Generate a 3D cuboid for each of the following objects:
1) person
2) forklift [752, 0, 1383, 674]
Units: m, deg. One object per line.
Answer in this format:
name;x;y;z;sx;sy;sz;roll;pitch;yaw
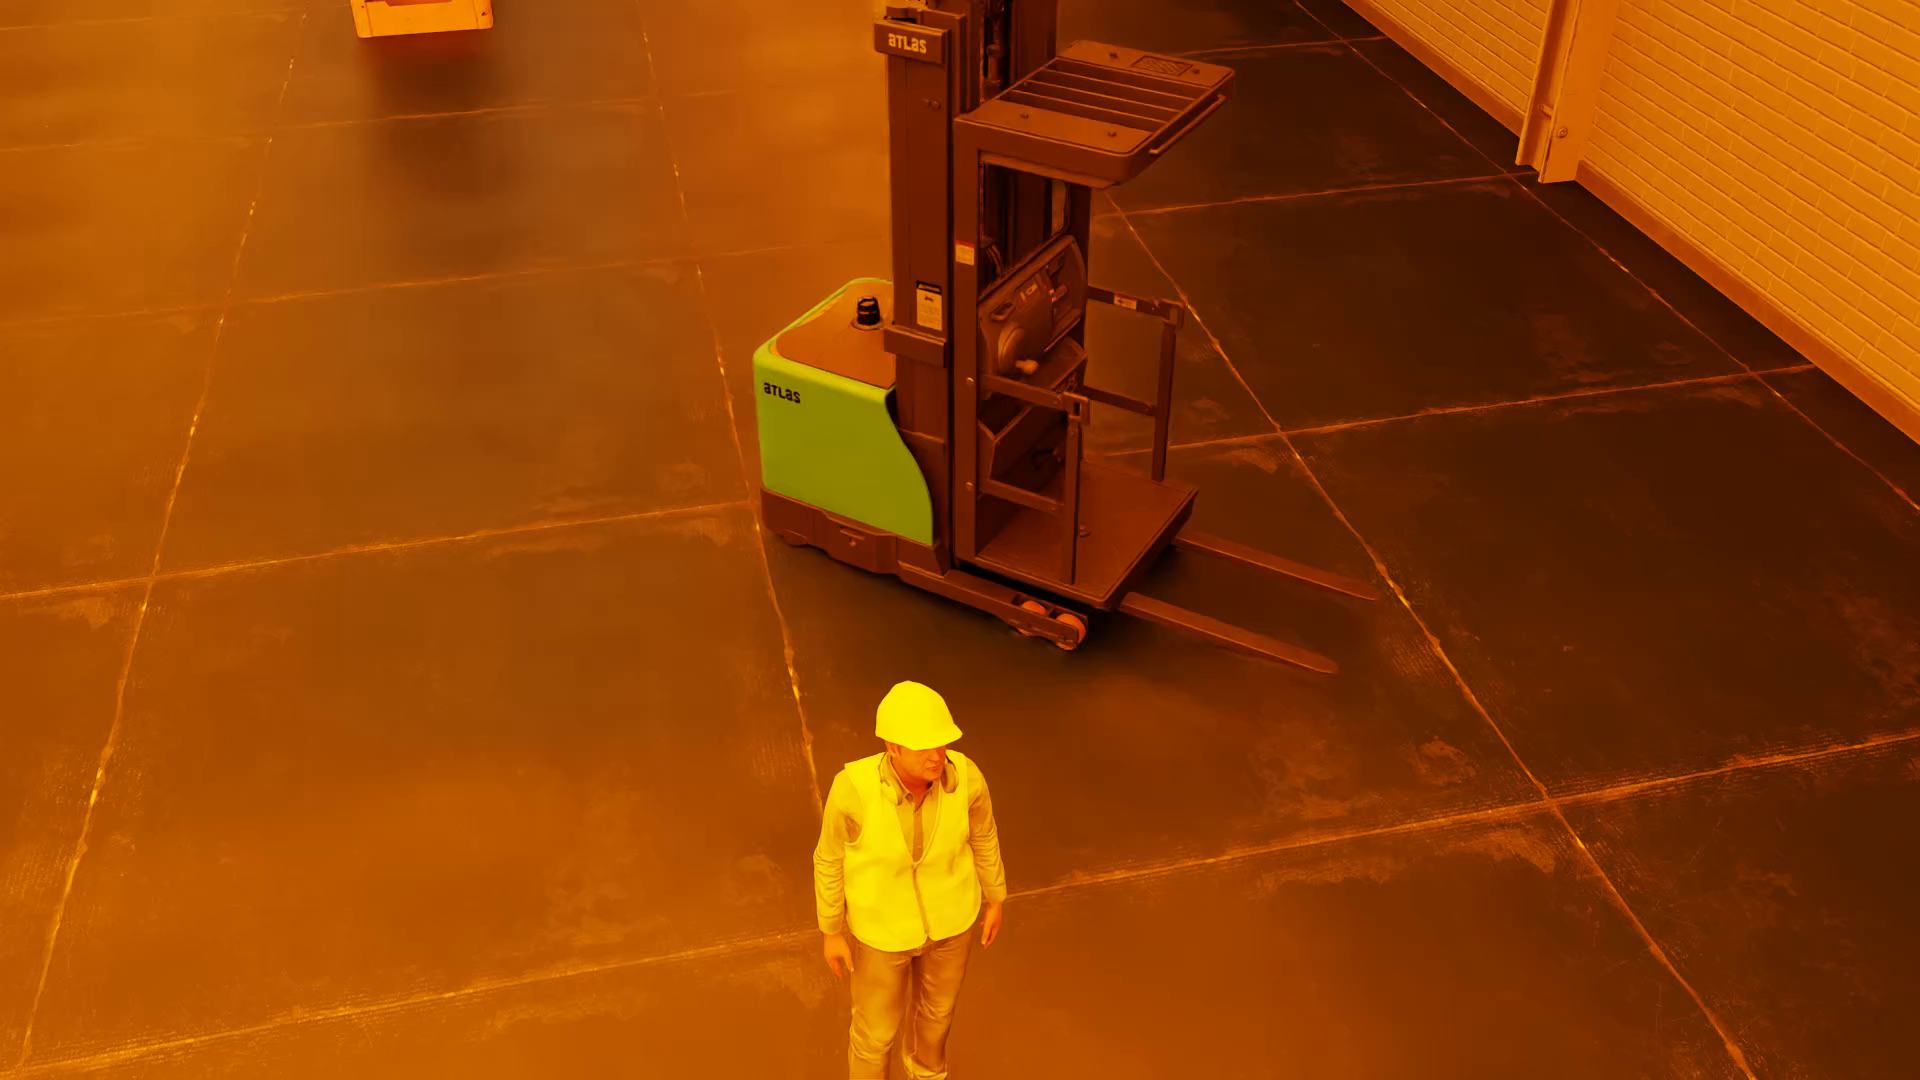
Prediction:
person;-0.135;1.245;5.298;0.632;1.773;0.569;-12;37;-16
forklift;0.514;-1.030;7.481;3.031;2.935;1.130;19;40;24
